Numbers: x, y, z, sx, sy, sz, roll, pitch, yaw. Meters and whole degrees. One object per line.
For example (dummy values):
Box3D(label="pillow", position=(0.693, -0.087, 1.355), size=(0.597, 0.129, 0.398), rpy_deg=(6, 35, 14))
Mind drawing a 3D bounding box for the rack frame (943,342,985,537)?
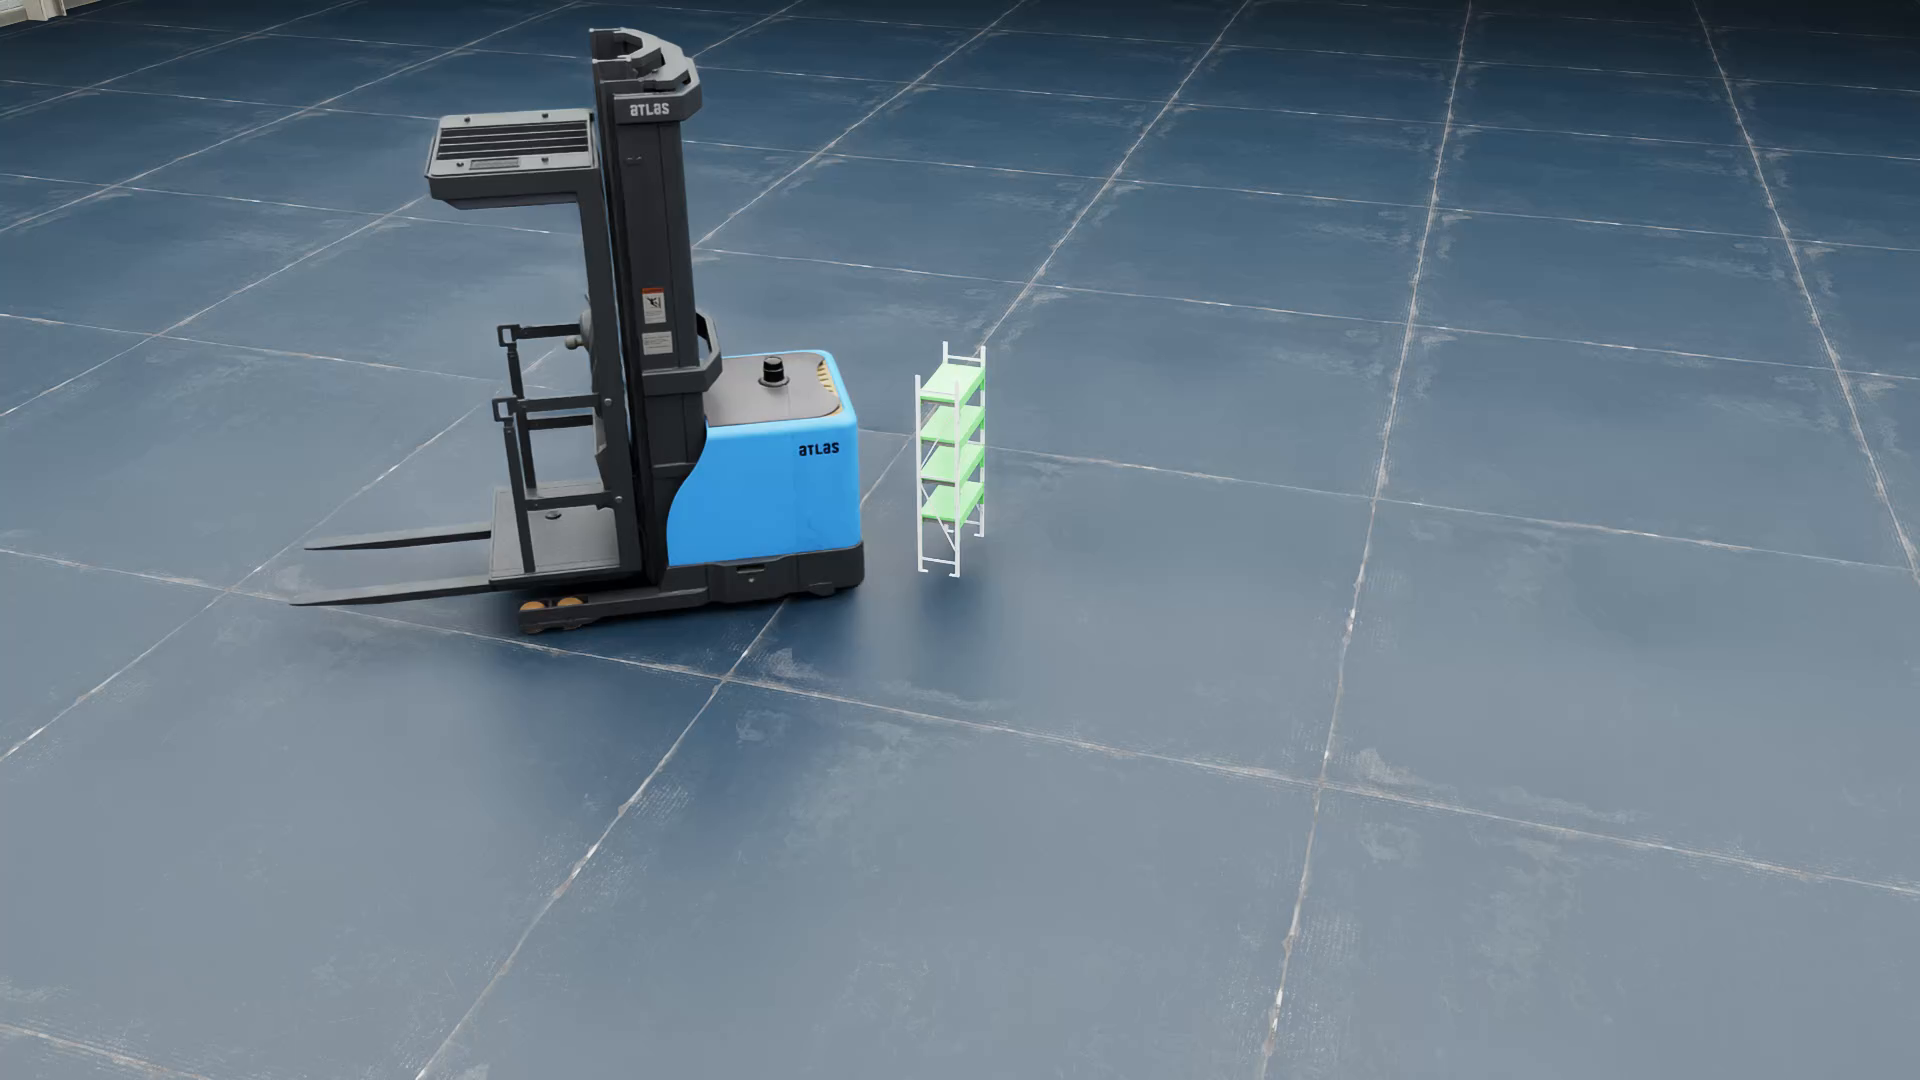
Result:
Box3D(label="rack frame", position=(0.023, -0.561, 9.524), size=(0.240, 1.200, 0.015), rpy_deg=(8, 30, 15))

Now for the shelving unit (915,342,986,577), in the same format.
Box3D(label="shelving unit", position=(-0.049, -0.447, 9.320), size=(0.258, 1.200, 0.503), rpy_deg=(8, 30, 15))

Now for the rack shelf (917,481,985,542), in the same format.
Box3D(label="rack shelf", position=(-0.049, -0.182, 9.468), size=(0.258, 0.148, 0.480), rpy_deg=(8, 30, 15))

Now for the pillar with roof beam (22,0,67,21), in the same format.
Box3D(label="pillar with roof beam", position=(-8.200, -10.369, 19.134), size=(9.100, 9.000, 0.400), rpy_deg=(8, 30, 15))

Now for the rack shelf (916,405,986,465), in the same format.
Box3D(label="rack shelf", position=(-0.049, -0.601, 9.234), size=(0.258, 0.148, 0.480), rpy_deg=(8, 30, 15))

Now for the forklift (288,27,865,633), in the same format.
Box3D(label="forklift", position=(-2.101, -1.065, 8.650), size=(3.031, 2.935, 1.130), rpy_deg=(-6, 30, -11))

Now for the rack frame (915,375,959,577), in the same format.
Box3D(label="rack frame", position=(-0.120, -0.334, 9.116), size=(0.240, 1.200, 0.015), rpy_deg=(8, 30, 15))

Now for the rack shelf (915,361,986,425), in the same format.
Box3D(label="rack shelf", position=(-0.049, -0.811, 9.118), size=(0.258, 0.148, 0.480), rpy_deg=(8, 30, 15))

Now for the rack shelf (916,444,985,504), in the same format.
Box3D(label="rack shelf", position=(-0.049, -0.392, 9.351), size=(0.258, 0.148, 0.480), rpy_deg=(8, 30, 15))
